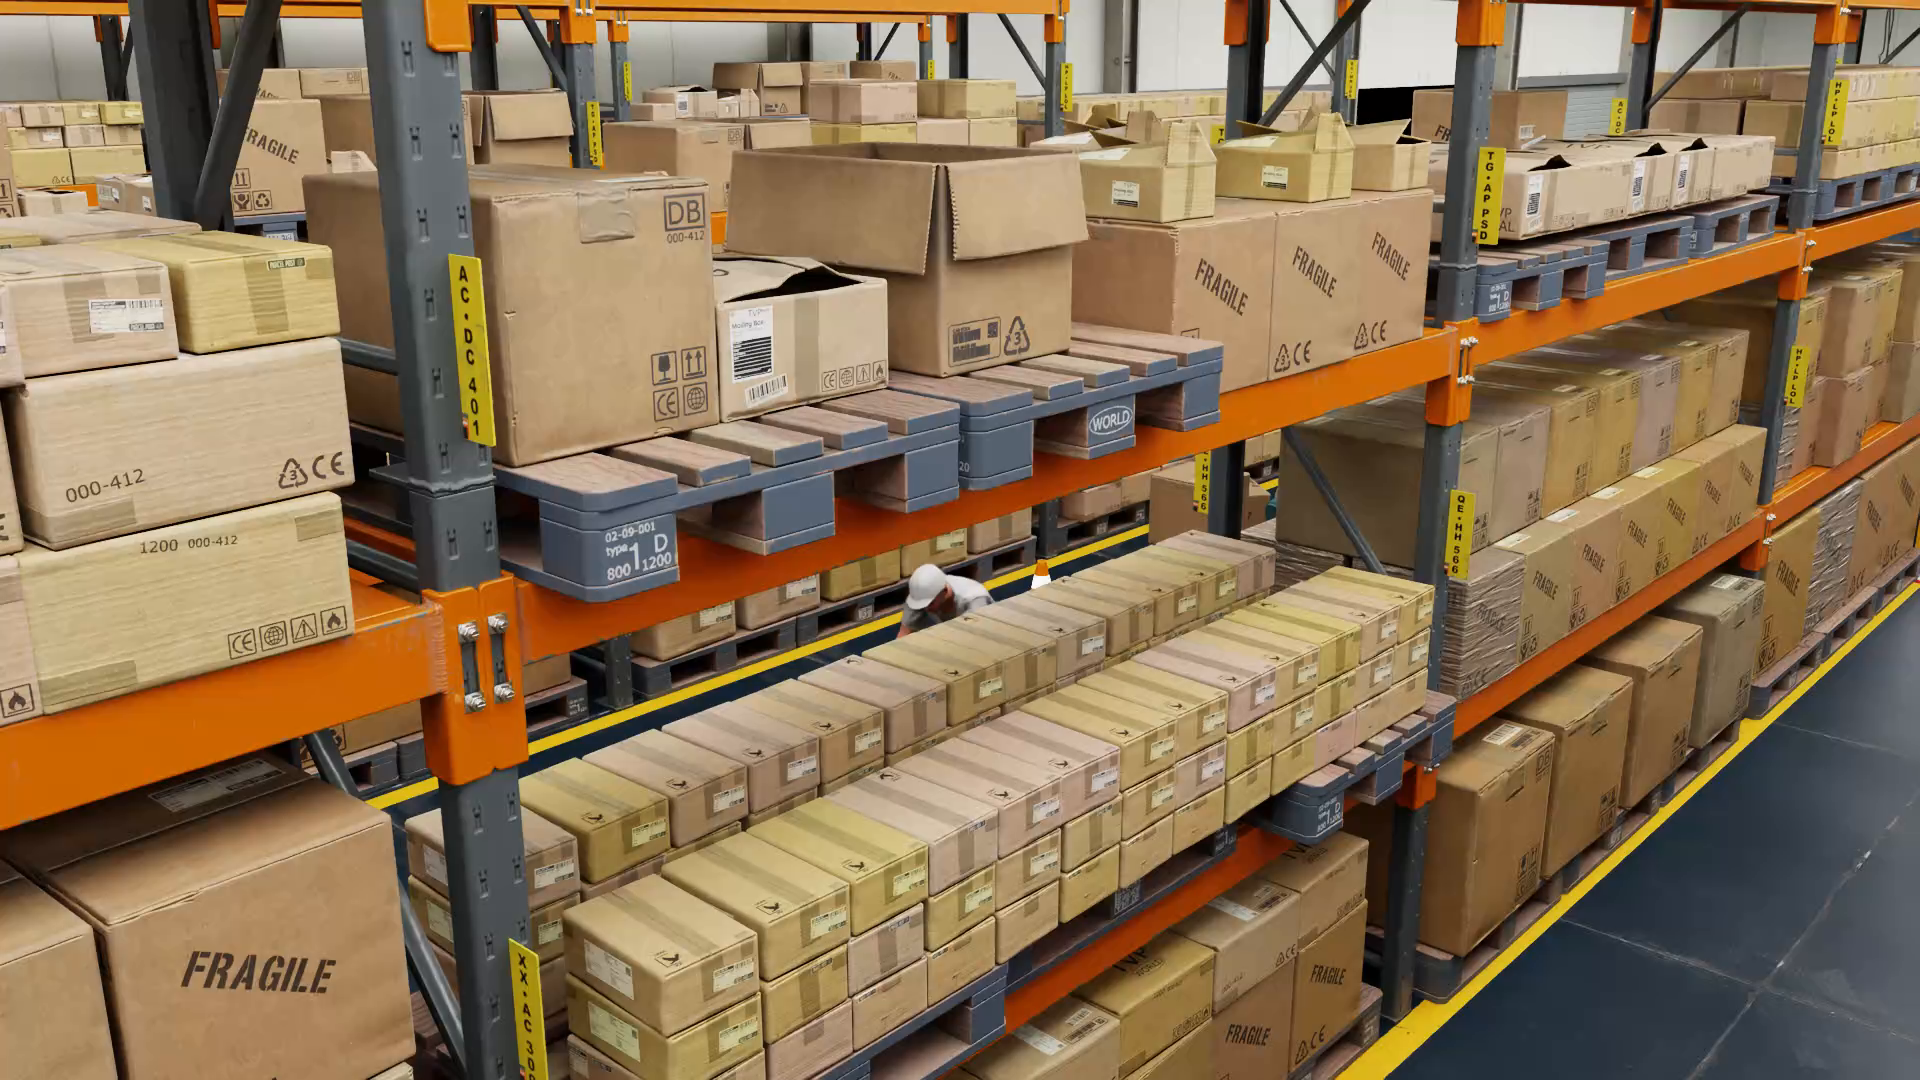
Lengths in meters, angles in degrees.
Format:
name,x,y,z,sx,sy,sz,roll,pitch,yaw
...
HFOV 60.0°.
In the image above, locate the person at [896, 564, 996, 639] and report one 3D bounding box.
name,x,y,z,sx,sy,sz,roll,pitch,yaw
person,-0.048,0.549,9.579,0.549,0.990,0.870,14,22,39
